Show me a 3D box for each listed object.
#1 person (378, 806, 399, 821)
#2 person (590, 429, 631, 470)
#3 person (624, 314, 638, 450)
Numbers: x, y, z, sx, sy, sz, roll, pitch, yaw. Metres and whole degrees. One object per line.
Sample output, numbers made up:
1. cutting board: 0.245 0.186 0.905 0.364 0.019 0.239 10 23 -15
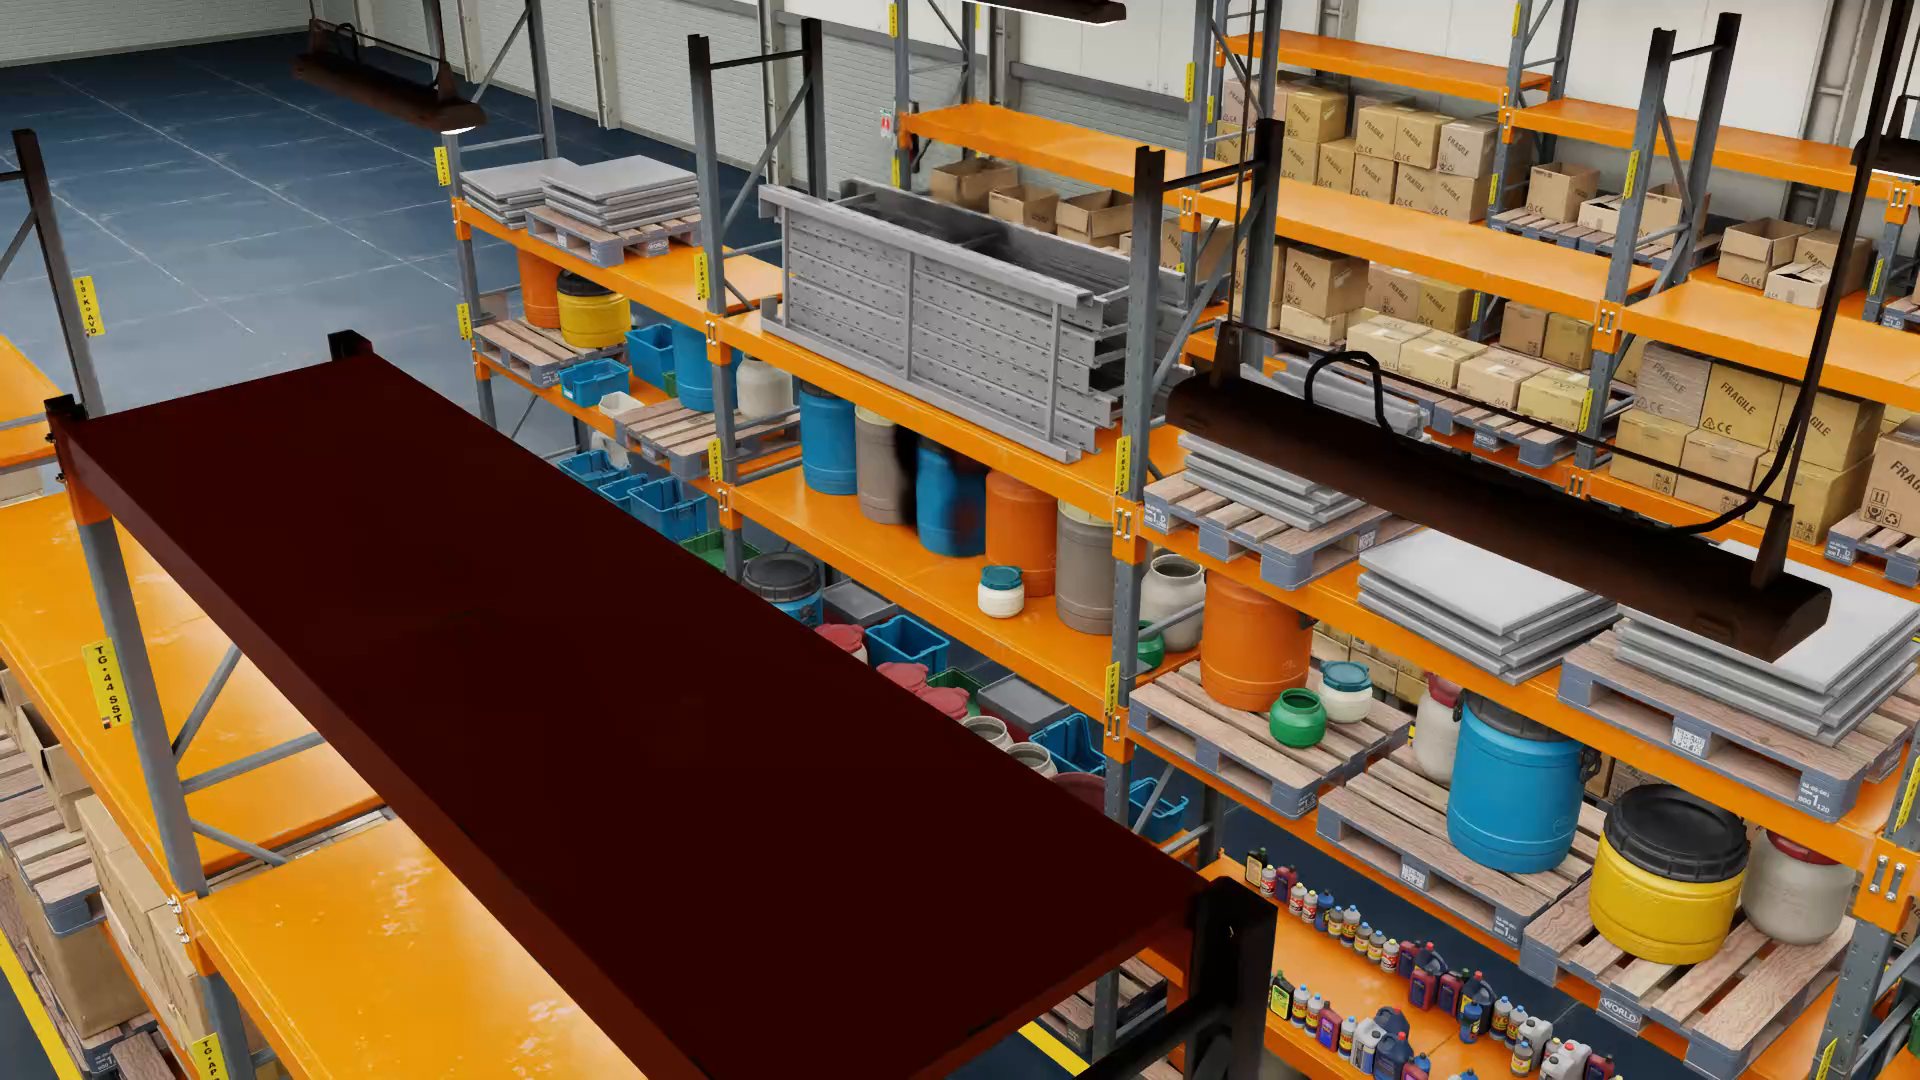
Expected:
1. person: -3.980 1.880 11.949 0.666 1.751 0.596 -23 35 -38
2. person: -3.624 -0.737 17.257 0.542 1.649 0.578 10 28 18
3. person: -3.809 -1.814 19.360 0.704 1.707 0.604 -5 27 -9
